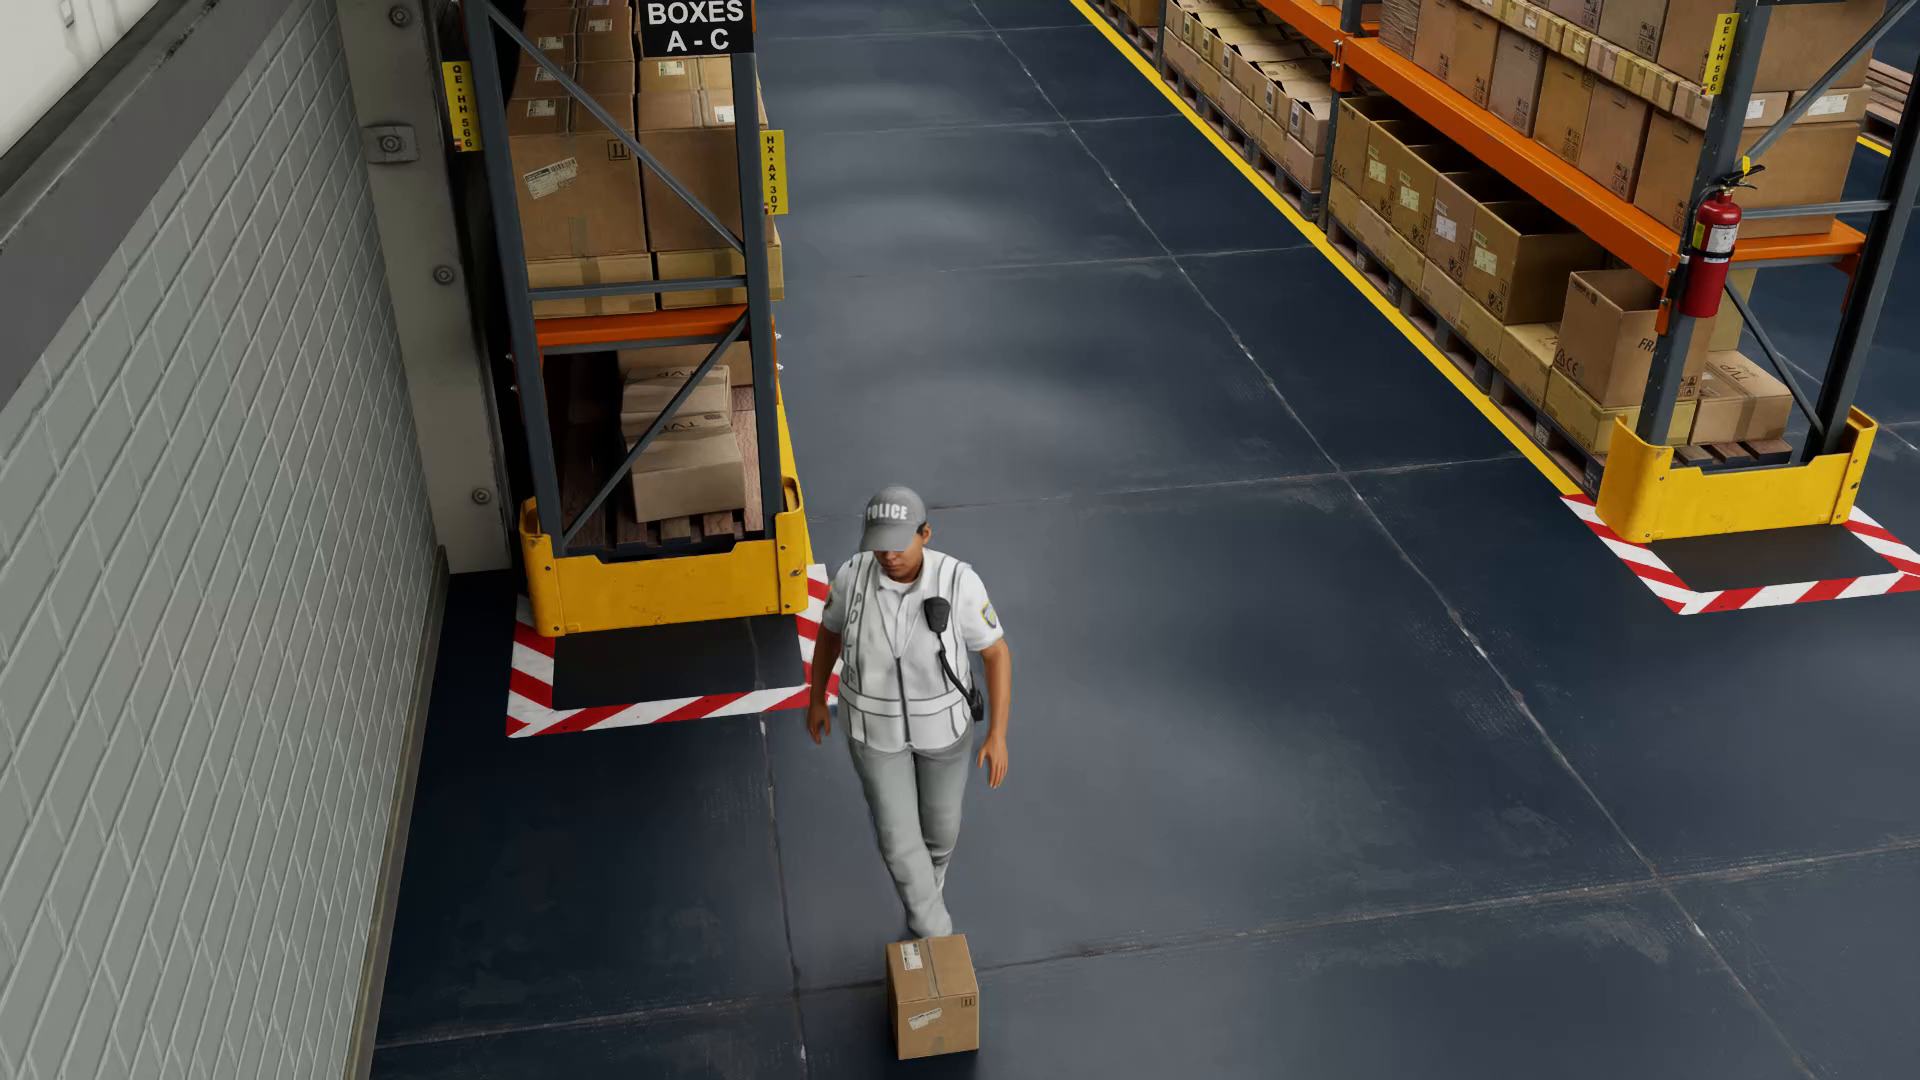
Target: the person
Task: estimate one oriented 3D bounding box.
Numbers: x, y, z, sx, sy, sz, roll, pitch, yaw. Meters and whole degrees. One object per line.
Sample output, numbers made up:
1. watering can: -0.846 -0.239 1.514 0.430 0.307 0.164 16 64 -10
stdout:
1. person: -0.159 0.653 5.097 0.636 1.699 0.606 -1 31 -2
